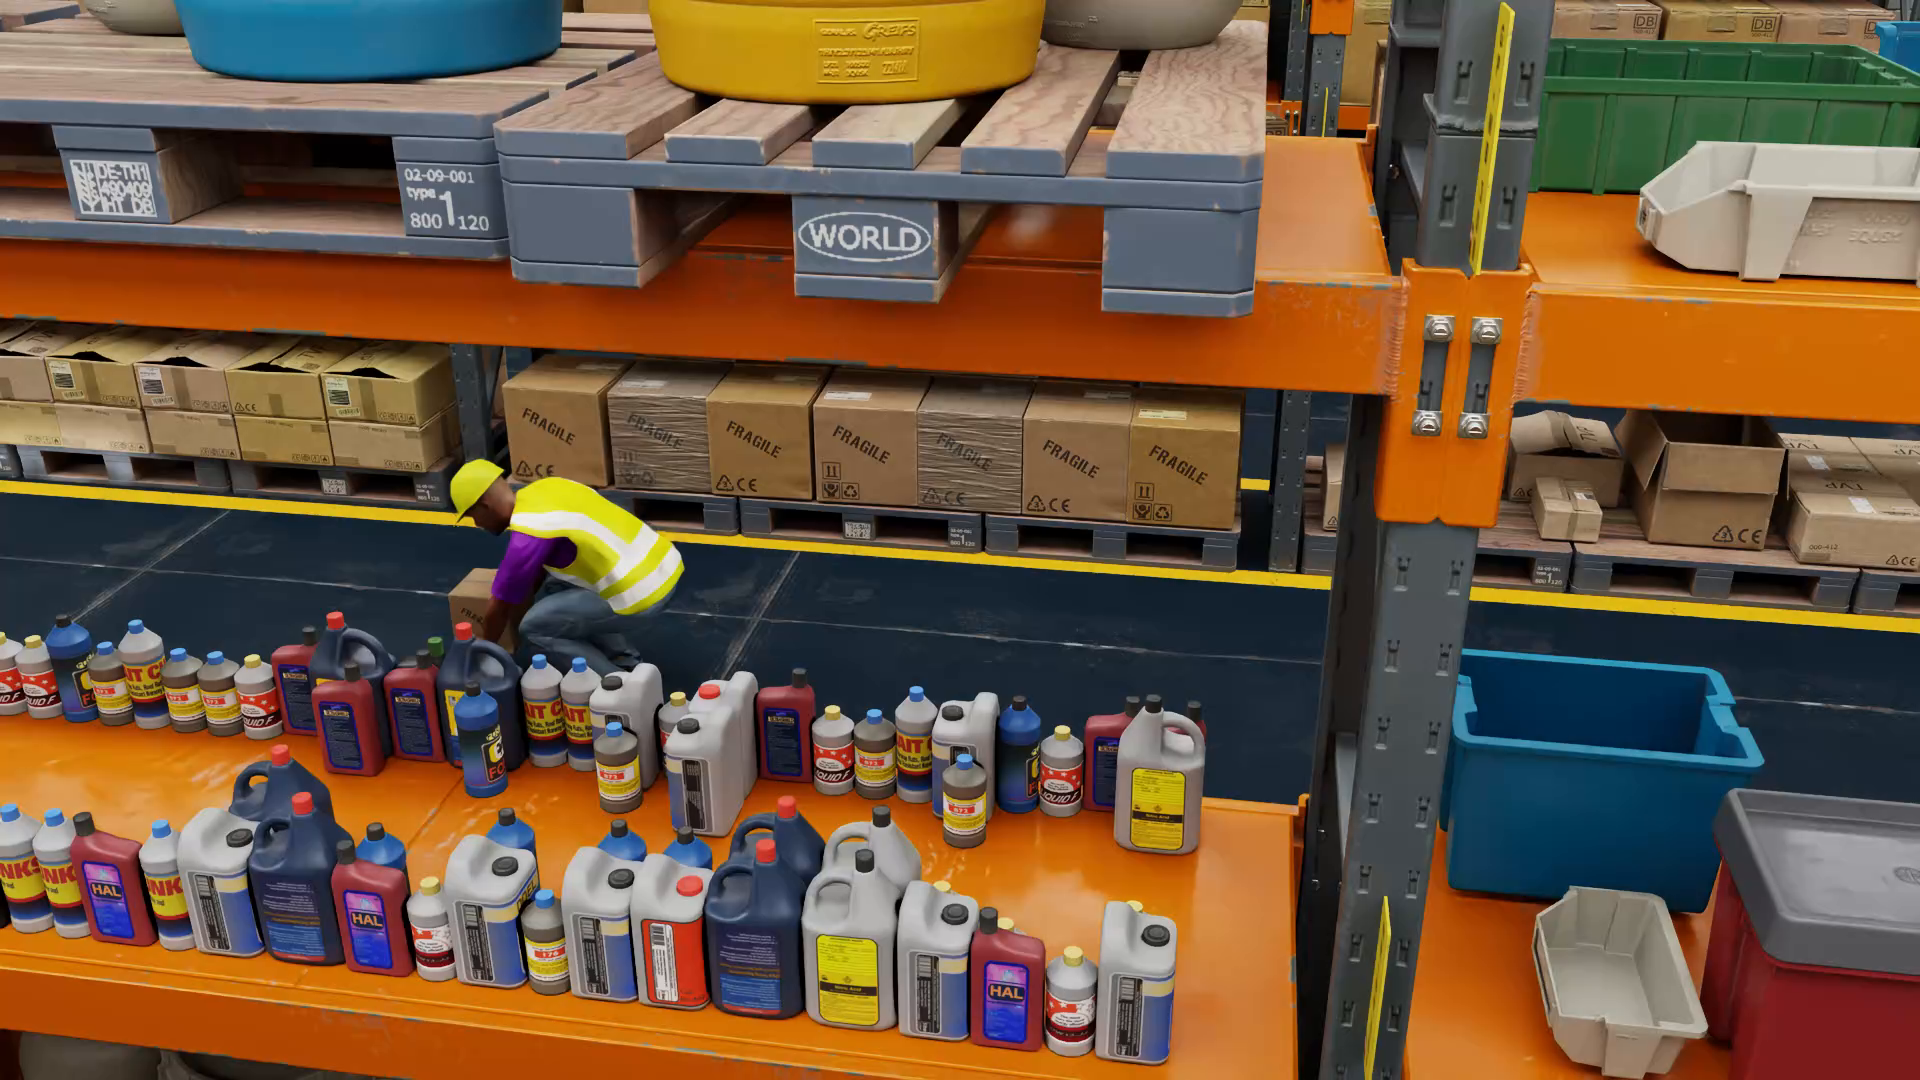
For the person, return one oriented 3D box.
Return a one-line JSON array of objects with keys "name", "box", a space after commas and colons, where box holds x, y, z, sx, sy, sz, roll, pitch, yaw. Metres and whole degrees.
[{"name": "person", "box": [-1.569, 0.180, 6.629, 0.891, 0.985, 0.583, 4, 25, 8]}]
